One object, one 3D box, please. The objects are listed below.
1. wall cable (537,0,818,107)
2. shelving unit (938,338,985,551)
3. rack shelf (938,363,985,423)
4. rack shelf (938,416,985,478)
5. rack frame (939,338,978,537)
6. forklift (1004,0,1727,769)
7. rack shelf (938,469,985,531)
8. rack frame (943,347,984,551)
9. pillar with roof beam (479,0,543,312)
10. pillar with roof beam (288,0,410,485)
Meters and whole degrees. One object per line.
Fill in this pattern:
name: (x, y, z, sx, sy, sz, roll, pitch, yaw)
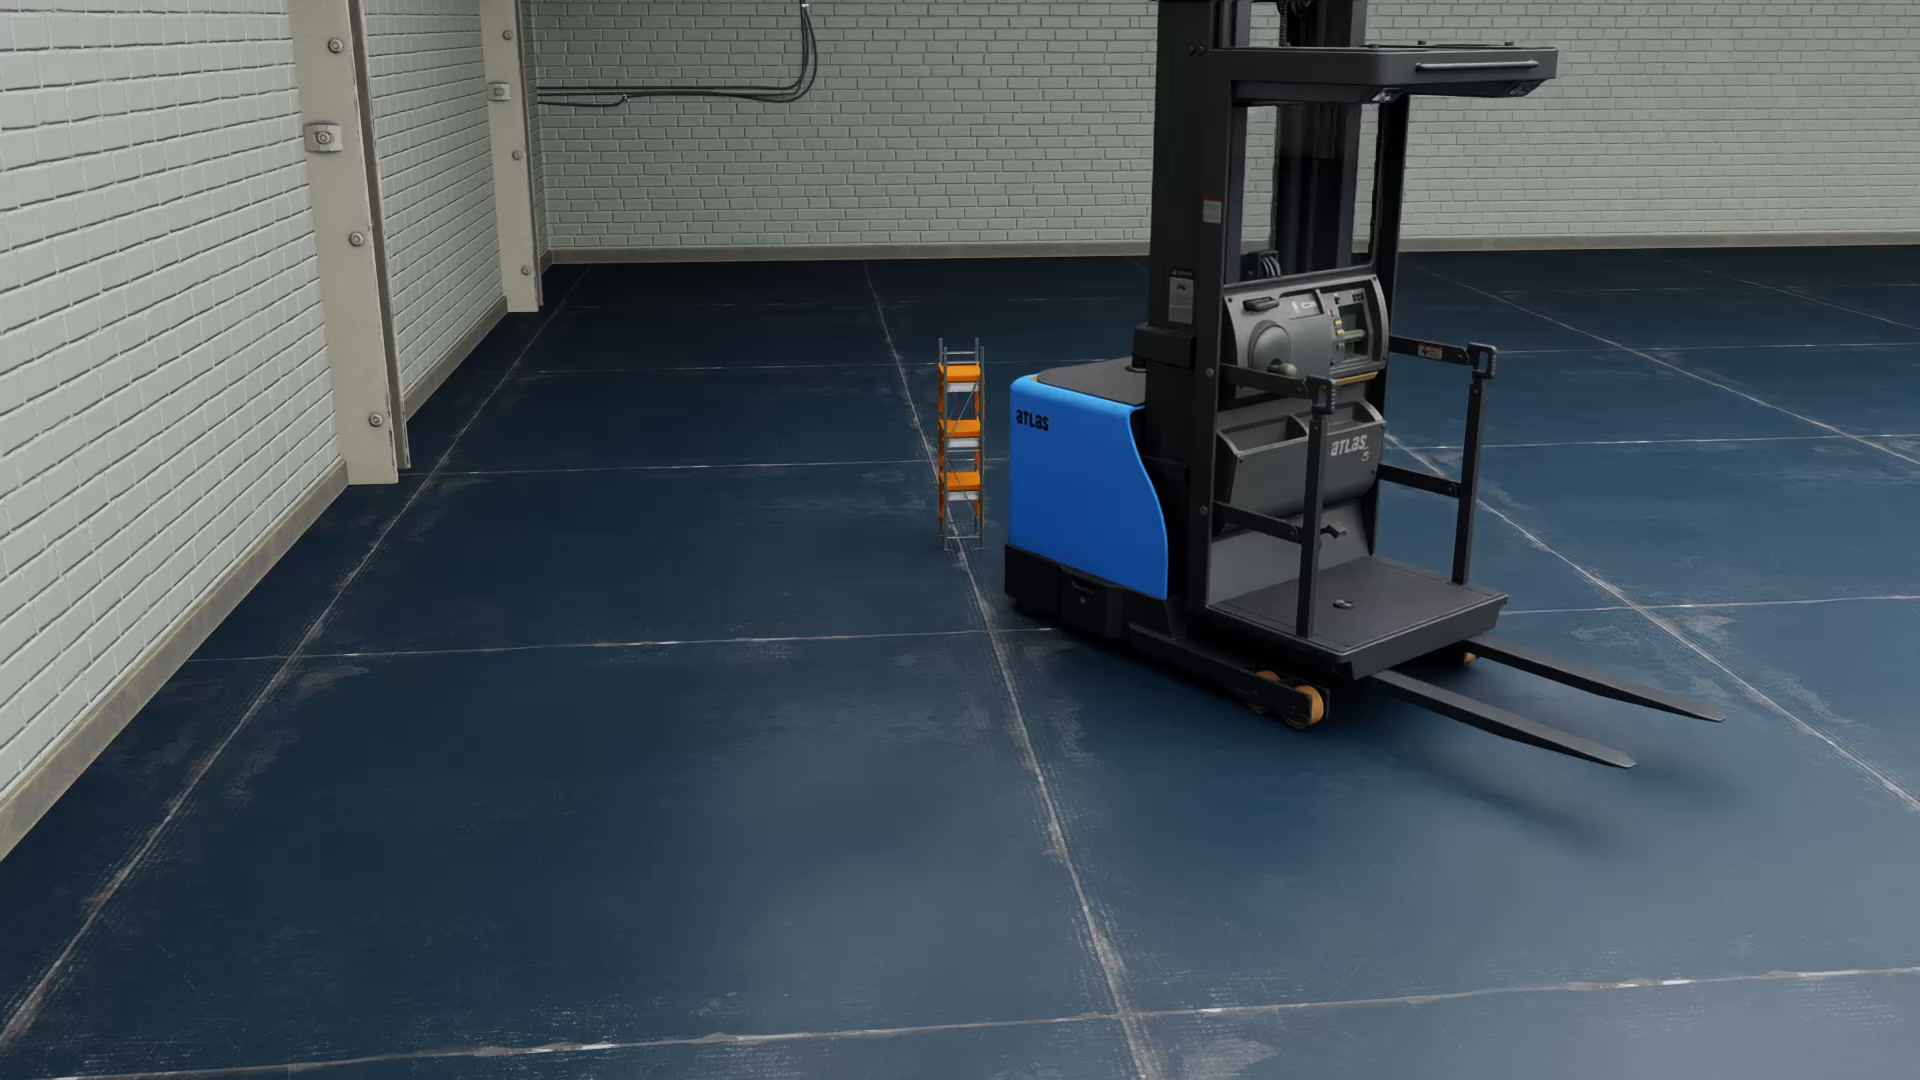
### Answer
wall cable: (-3.081, -5.904, 17.645, 3.097, 2.526, 0.112, -2, 18, -6)
shelving unit: (0.006, -0.485, 8.469, 0.215, 1.050, 0.252, -2, 18, -6)
rack shelf: (0.005, -0.746, 8.387, 0.215, 0.259, 0.240, -2, 18, -6)
rack shelf: (0.006, -0.475, 8.472, 0.215, 0.259, 0.240, -2, 18, -6)
rack frame: (-0.007, -0.521, 8.585, 0.200, 1.050, 0.008, -2, 18, -6)
forklift: (1.523, -0.844, 6.472, 1.130, 2.935, 3.031, -14, 22, -37)
rack shelf: (0.006, -0.210, 8.555, 0.215, 0.259, 0.240, -2, 18, -6)
rack frame: (0.018, -0.449, 8.353, 0.200, 1.050, 0.008, -2, 18, -6)
pillar with roof beam: (0.190, -6.600, 14.677, 9.100, 9.000, 0.400, -2, 18, -6)
pillar with roof beam: (0.809, -4.813, 8.983, 9.100, 9.000, 0.400, -2, 18, -6)
